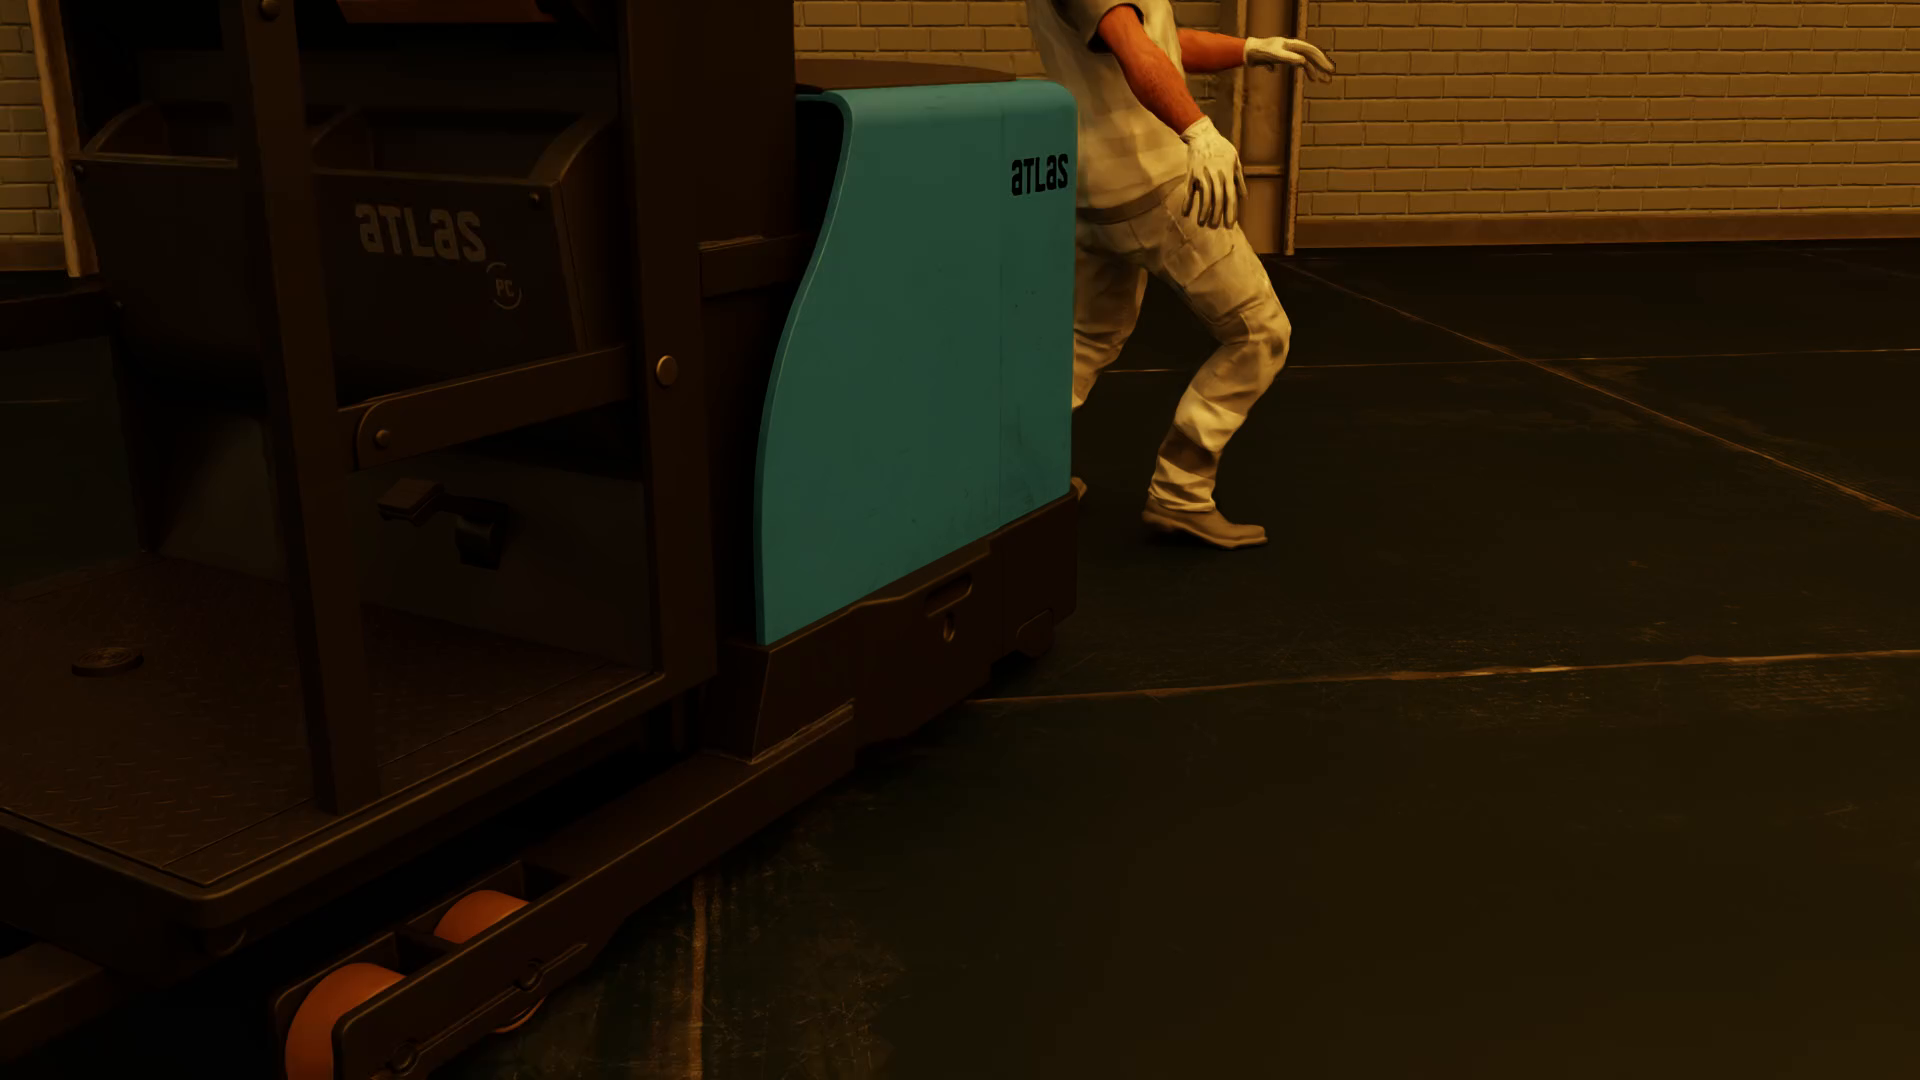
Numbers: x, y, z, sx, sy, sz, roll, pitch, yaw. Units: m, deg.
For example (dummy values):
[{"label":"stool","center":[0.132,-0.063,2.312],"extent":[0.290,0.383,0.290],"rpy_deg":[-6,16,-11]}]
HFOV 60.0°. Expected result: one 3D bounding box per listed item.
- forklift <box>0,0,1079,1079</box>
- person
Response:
[{"label":"forklift","center":[-0.948,-0.914,1.918],"extent":[1.130,2.935,3.031],"rpy_deg":[10,19,29]},{"label":"person","center":[0.497,-0.792,3.765],"extent":[0.783,1.670,0.849],"rpy_deg":[-4,17,-14]}]
